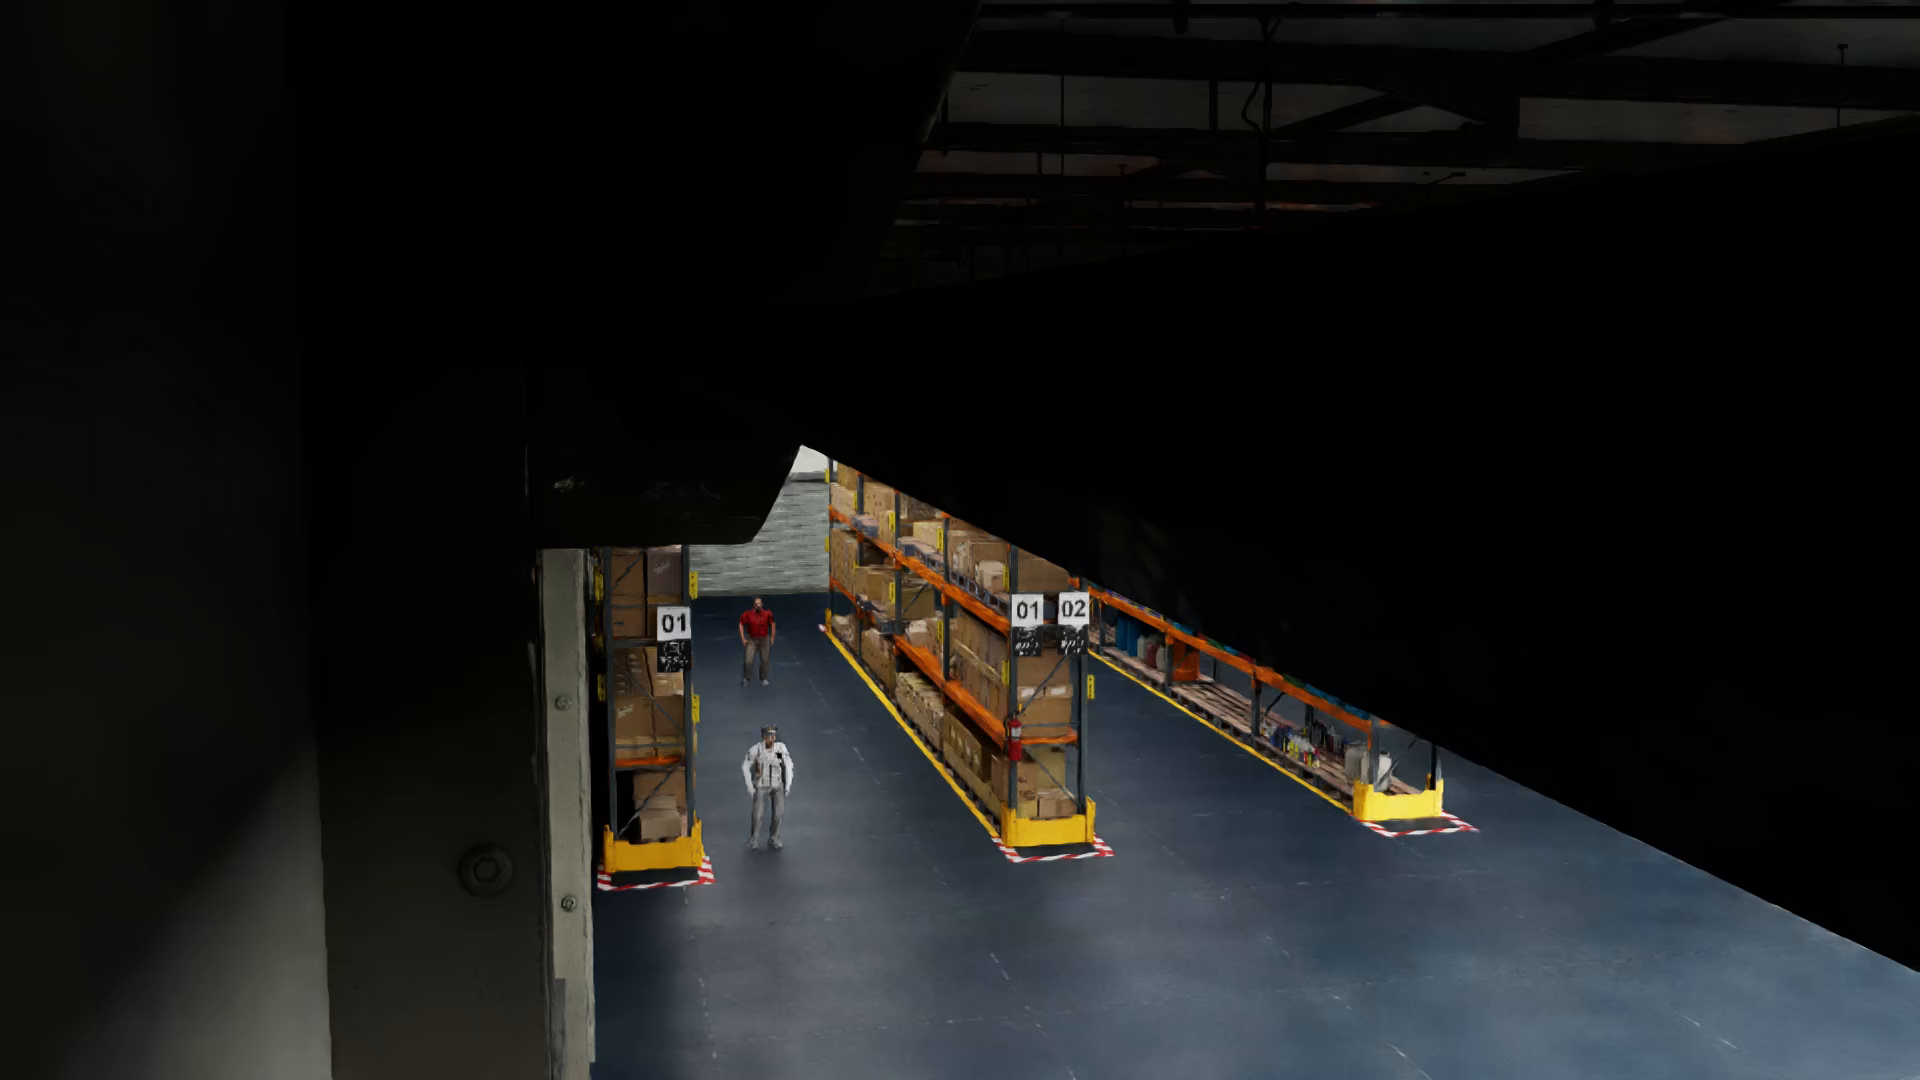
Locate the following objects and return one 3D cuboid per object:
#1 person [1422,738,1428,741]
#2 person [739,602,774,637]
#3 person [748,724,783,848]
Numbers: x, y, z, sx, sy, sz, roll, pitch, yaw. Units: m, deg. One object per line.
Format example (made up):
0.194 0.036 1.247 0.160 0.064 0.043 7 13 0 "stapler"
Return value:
7.394 2.369 26.635 0.455 1.612 1.019 -2 7 -14 "person"
-3.732 1.462 30.613 0.654 0.668 0.341 -2 7 -15 "person"
-2.436 3.066 20.793 0.441 1.631 0.508 -2 7 -16 "person"
